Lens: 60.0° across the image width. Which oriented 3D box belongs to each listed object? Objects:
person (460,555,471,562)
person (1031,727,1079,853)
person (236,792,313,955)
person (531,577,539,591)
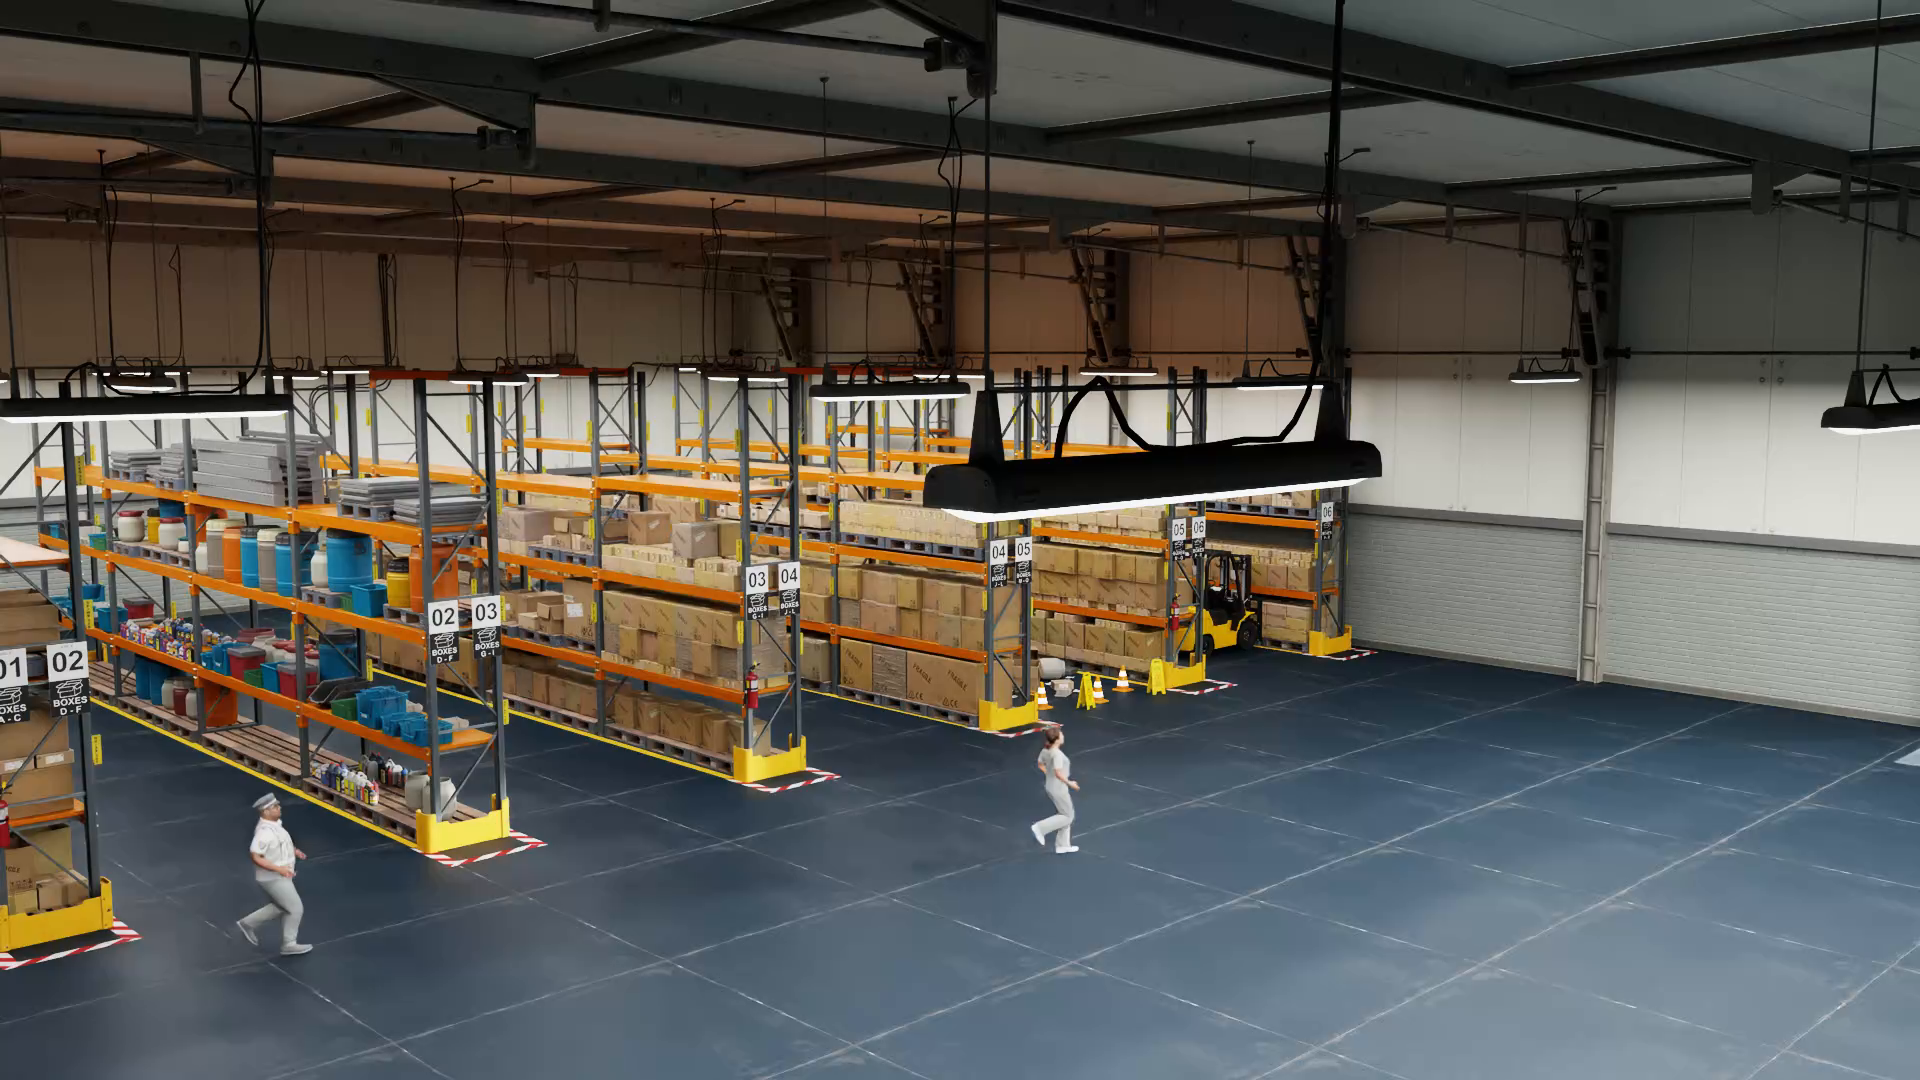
[{"bbox_3d":[-11.368,1.201,38.169,0.622,1.698,0.773,-1,7,-10],"label":"person"},{"bbox_3d":[1.175,3.162,20.978,0.677,1.627,0.563,-3,7,-22],"label":"person"},{"bbox_3d":[-7.213,3.501,17.439,0.731,1.738,0.670,-2,7,-16],"label":"person"},{"bbox_3d":[-10.626,0.848,41.329,0.661,1.639,0.572,5,8,39],"label":"person"}]
